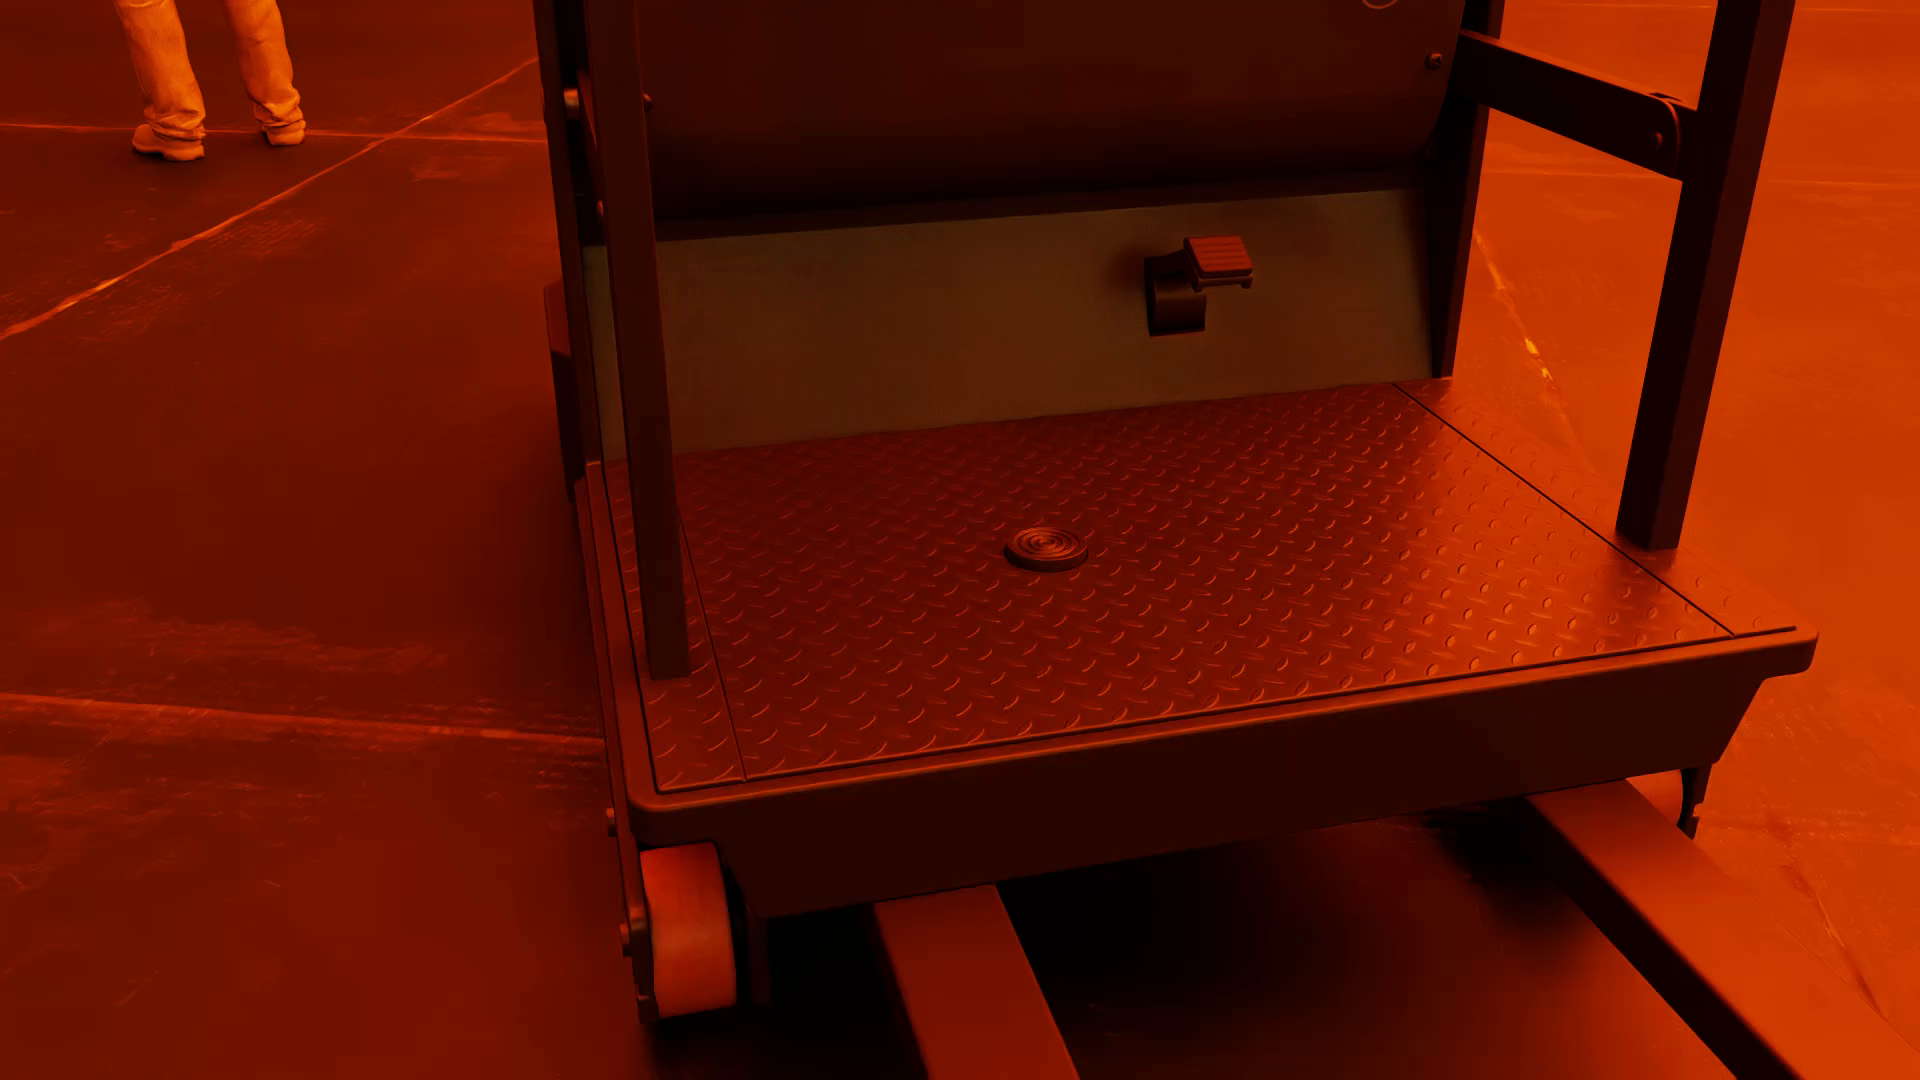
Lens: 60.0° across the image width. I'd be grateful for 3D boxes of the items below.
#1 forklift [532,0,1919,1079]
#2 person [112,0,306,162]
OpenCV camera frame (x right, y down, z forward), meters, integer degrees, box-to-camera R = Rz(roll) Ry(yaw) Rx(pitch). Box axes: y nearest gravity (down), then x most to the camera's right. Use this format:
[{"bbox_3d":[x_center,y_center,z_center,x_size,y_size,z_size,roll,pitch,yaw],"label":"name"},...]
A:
[{"bbox_3d":[0.153,-1.049,1.319,1.130,2.935,3.031,-7,27,-13],"label":"forklift"},{"bbox_3d":[-2.114,-1.907,4.343,0.580,1.769,0.466,-21,34,-36],"label":"person"}]
